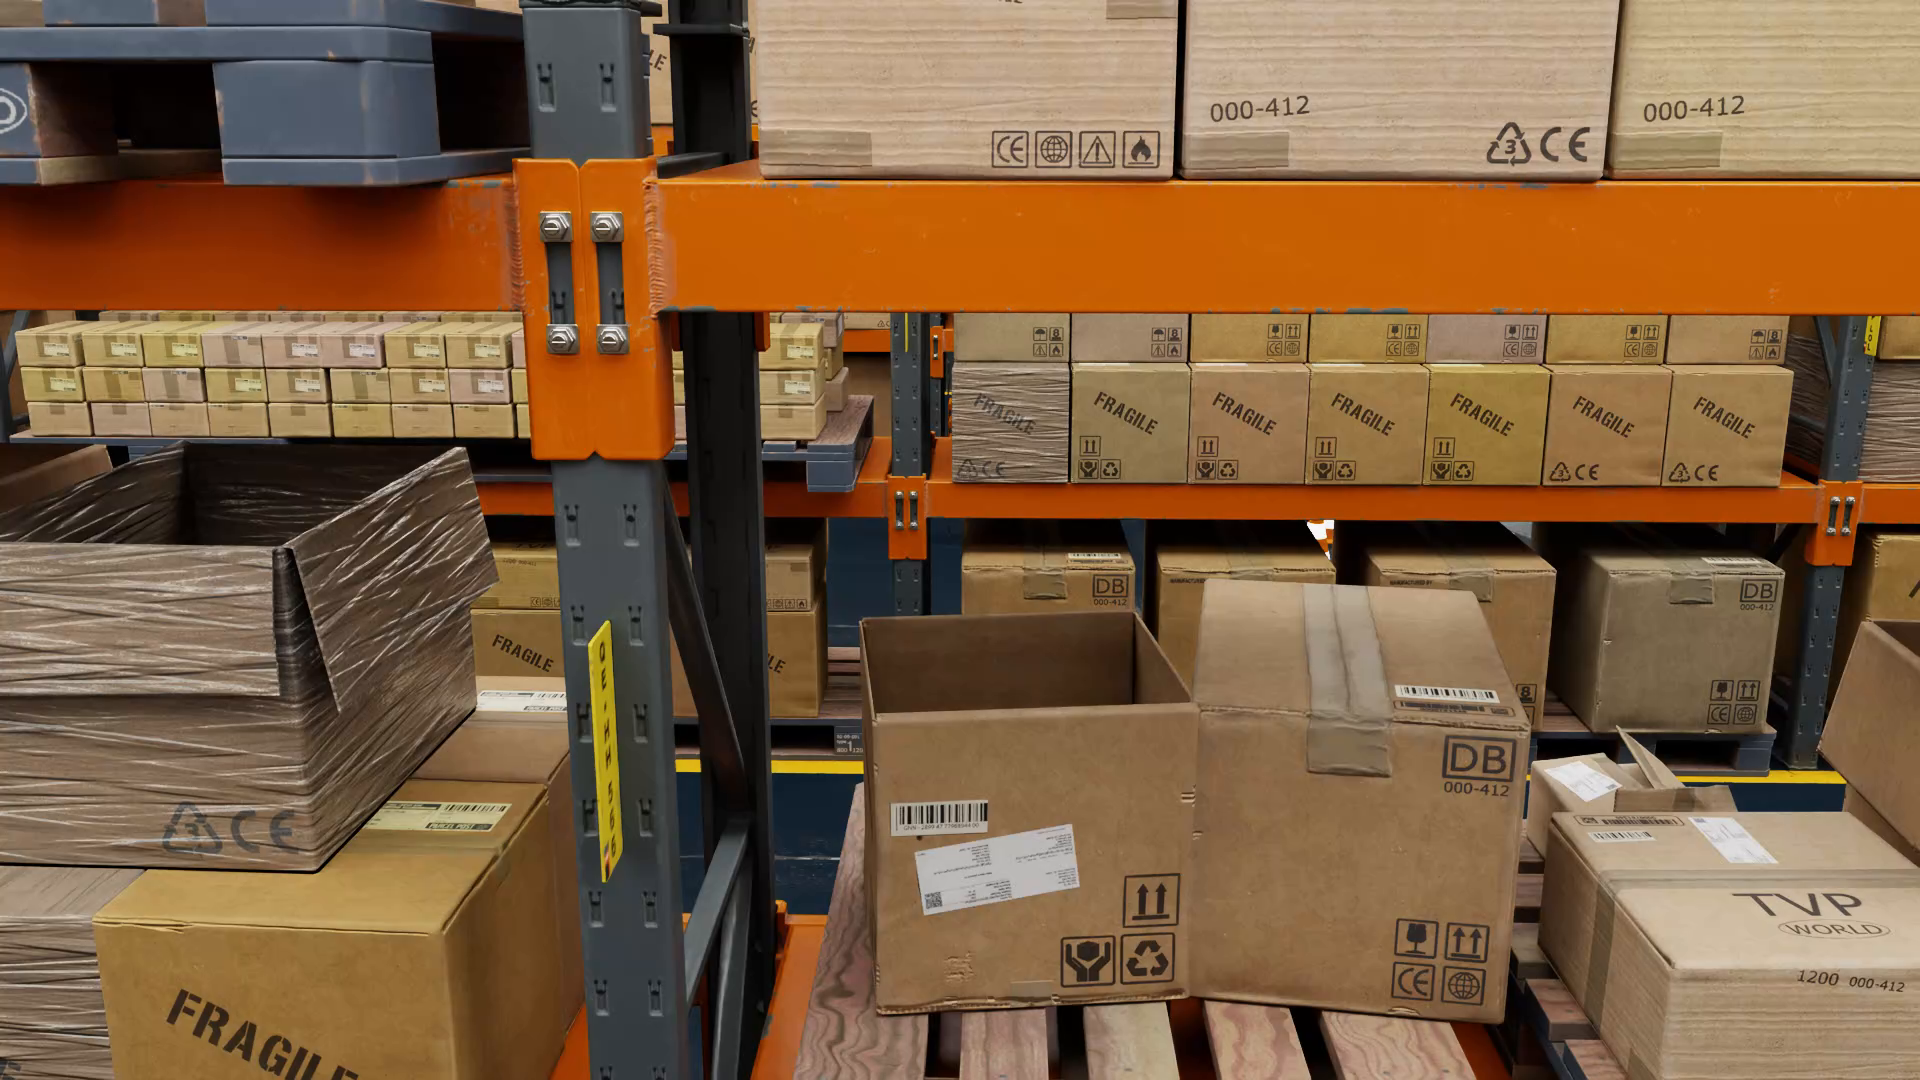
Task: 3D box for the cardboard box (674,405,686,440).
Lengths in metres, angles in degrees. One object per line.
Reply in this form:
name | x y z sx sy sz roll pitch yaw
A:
cardboard box | -1.229 -0.543 7.188 0.250 0.149 0.380 1 15 2

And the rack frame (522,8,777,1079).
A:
rack frame | -0.447 0.692 2.836 0.127 3.000 1.000 0 15 1

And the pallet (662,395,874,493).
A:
pallet | -0.934 -0.457 7.567 1.003 0.211 1.213 0 15 1

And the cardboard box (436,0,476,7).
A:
cardboard box | -1.058 -0.997 2.332 0.637 0.503 0.797 1 15 5

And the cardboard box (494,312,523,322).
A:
cardboard box | -1.990 -1.002 7.760 0.250 0.149 0.380 1 15 3

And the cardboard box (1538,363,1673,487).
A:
cardboard box | 2.746 -0.533 7.283 0.500 0.500 0.500 0 15 1

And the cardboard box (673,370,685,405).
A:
cardboard box | -1.255 -0.687 7.149 0.250 0.149 0.380 1 15 3

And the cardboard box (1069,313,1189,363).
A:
cardboard box | 0.735 -1.095 7.456 0.500 0.500 0.700 0 15 1

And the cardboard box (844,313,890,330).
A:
cardboard box | -0.706 -1.700 12.196 0.500 0.250 0.500 0 15 -1

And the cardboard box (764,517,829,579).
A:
cardboard box | -0.902 0.005 8.049 0.500 0.250 0.500 0 15 -1

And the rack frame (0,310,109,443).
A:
rack frame | -4.218 -0.598 7.727 0.127 3.000 1.000 0 15 1

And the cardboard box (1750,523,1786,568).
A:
cardboard box | 5.048 -0.011 10.130 0.503 0.637 0.797 0 15 1

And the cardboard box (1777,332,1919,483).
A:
cardboard box | 4.149 -0.619 7.512 0.550 0.550 0.875 0 15 1

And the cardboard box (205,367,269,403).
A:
cardboard box | -3.059 -0.699 7.197 0.250 0.149 0.380 0 15 -1

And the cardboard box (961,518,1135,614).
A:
cardboard box | 0.387 0.340 7.759 0.750 0.750 1.050 0 15 1

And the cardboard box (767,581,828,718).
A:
cardboard box | -0.884 0.496 7.657 0.500 0.500 0.500 0 15 1

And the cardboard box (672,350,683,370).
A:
cardboard box | -1.234 -0.831 7.114 0.250 0.149 0.380 1 15 3

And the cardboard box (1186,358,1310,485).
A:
cardboard box | 1.235 -0.543 7.320 0.500 0.500 0.500 0 15 1

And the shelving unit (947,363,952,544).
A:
shelving unit | 0.014 -0.580 11.187 0.189 1.200 0.258 0 15 1

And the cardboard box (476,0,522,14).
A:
cardboard box | -1.796 -2.014 7.017 0.500 0.500 0.500 0 15 1

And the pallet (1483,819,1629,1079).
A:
pallet | 1.533 0.787 2.851 1.213 0.211 1.003 0 15 1

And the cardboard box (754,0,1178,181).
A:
cardboard box | 0.017 -0.618 2.215 0.500 0.250 0.500 1 15 2

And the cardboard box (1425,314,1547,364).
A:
cardboard box | 2.264 -1.086 7.419 0.500 0.500 0.700 0 15 2

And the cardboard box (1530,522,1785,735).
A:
cardboard box | 3.157 0.358 7.691 0.750 0.750 1.050 0 15 1

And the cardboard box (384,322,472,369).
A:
cardboard box | -2.273 -0.838 7.141 0.250 0.149 0.380 1 15 3

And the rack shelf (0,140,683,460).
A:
rack shelf | -2.446 -0.423 2.595 4.000 0.370 1.077 0 15 1

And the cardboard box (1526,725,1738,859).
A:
cardboard box | 1.227 0.496 3.019 0.258 0.266 0.396 0 15 0

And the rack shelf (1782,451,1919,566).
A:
rack shelf | 5.779 -0.185 7.571 4.000 0.370 1.077 0 15 1

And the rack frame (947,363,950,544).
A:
rack frame | -0.077 -0.581 11.189 0.006 1.200 0.240 0 15 1

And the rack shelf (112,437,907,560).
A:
rack shelf | -2.218 -0.237 7.769 4.000 0.370 1.077 0 15 1

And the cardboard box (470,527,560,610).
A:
cardboard box | -1.922 0.126 7.591 0.500 0.250 0.500 1 15 3

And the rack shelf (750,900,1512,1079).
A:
rack shelf | 1.553 1.053 2.878 4.000 0.370 1.077 0 15 1

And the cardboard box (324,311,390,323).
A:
cardboard box | -2.777 -1.007 7.778 0.250 0.149 0.380 0 15 0

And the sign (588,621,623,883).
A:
sign | -0.458 0.274 2.152 0.005 0.325 0.100 0 15 1

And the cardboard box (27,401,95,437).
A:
cardboard box | -3.836 -0.560 7.251 0.250 0.149 0.380 0 15 -1

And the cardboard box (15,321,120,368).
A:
cardboard box | -3.836 -0.847 7.175 0.250 0.149 0.380 1 15 4

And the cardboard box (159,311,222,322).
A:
cardboard box | -3.543 -1.013 7.802 0.250 0.149 0.380 0 15 0

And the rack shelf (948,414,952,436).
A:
rack shelf | 0.014 -0.769 11.137 0.180 0.103 0.258 0 15 1

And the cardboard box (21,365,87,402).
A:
cardboard box | -3.836 -0.704 7.213 0.250 0.149 0.380 1 15 2

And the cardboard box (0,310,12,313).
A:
cardboard box | -4.663 -1.339 7.795 0.500 0.500 0.500 1 15 3

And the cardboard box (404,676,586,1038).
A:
cardboard box | -0.926 0.571 3.098 0.500 0.500 0.500 1 15 3

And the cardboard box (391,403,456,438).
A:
cardboard box | -2.278 -0.550 7.214 0.250 0.149 0.380 0 15 -1

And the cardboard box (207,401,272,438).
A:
cardboard box | -3.058 -0.555 7.232 0.250 0.149 0.380 1 15 2

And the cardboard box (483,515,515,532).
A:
cardboard box | -2.424 -0.008 8.097 0.500 0.250 0.500 0 15 -1

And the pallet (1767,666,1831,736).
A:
pallet | 4.538 0.827 7.790 1.213 0.211 1.003 0 15 1

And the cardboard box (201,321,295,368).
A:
cardboard box | -3.051 -0.843 7.157 0.250 0.149 0.380 0 15 1

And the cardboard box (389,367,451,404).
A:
cardboard box | -2.272 -0.694 7.176 0.250 0.149 0.380 0 15 0
